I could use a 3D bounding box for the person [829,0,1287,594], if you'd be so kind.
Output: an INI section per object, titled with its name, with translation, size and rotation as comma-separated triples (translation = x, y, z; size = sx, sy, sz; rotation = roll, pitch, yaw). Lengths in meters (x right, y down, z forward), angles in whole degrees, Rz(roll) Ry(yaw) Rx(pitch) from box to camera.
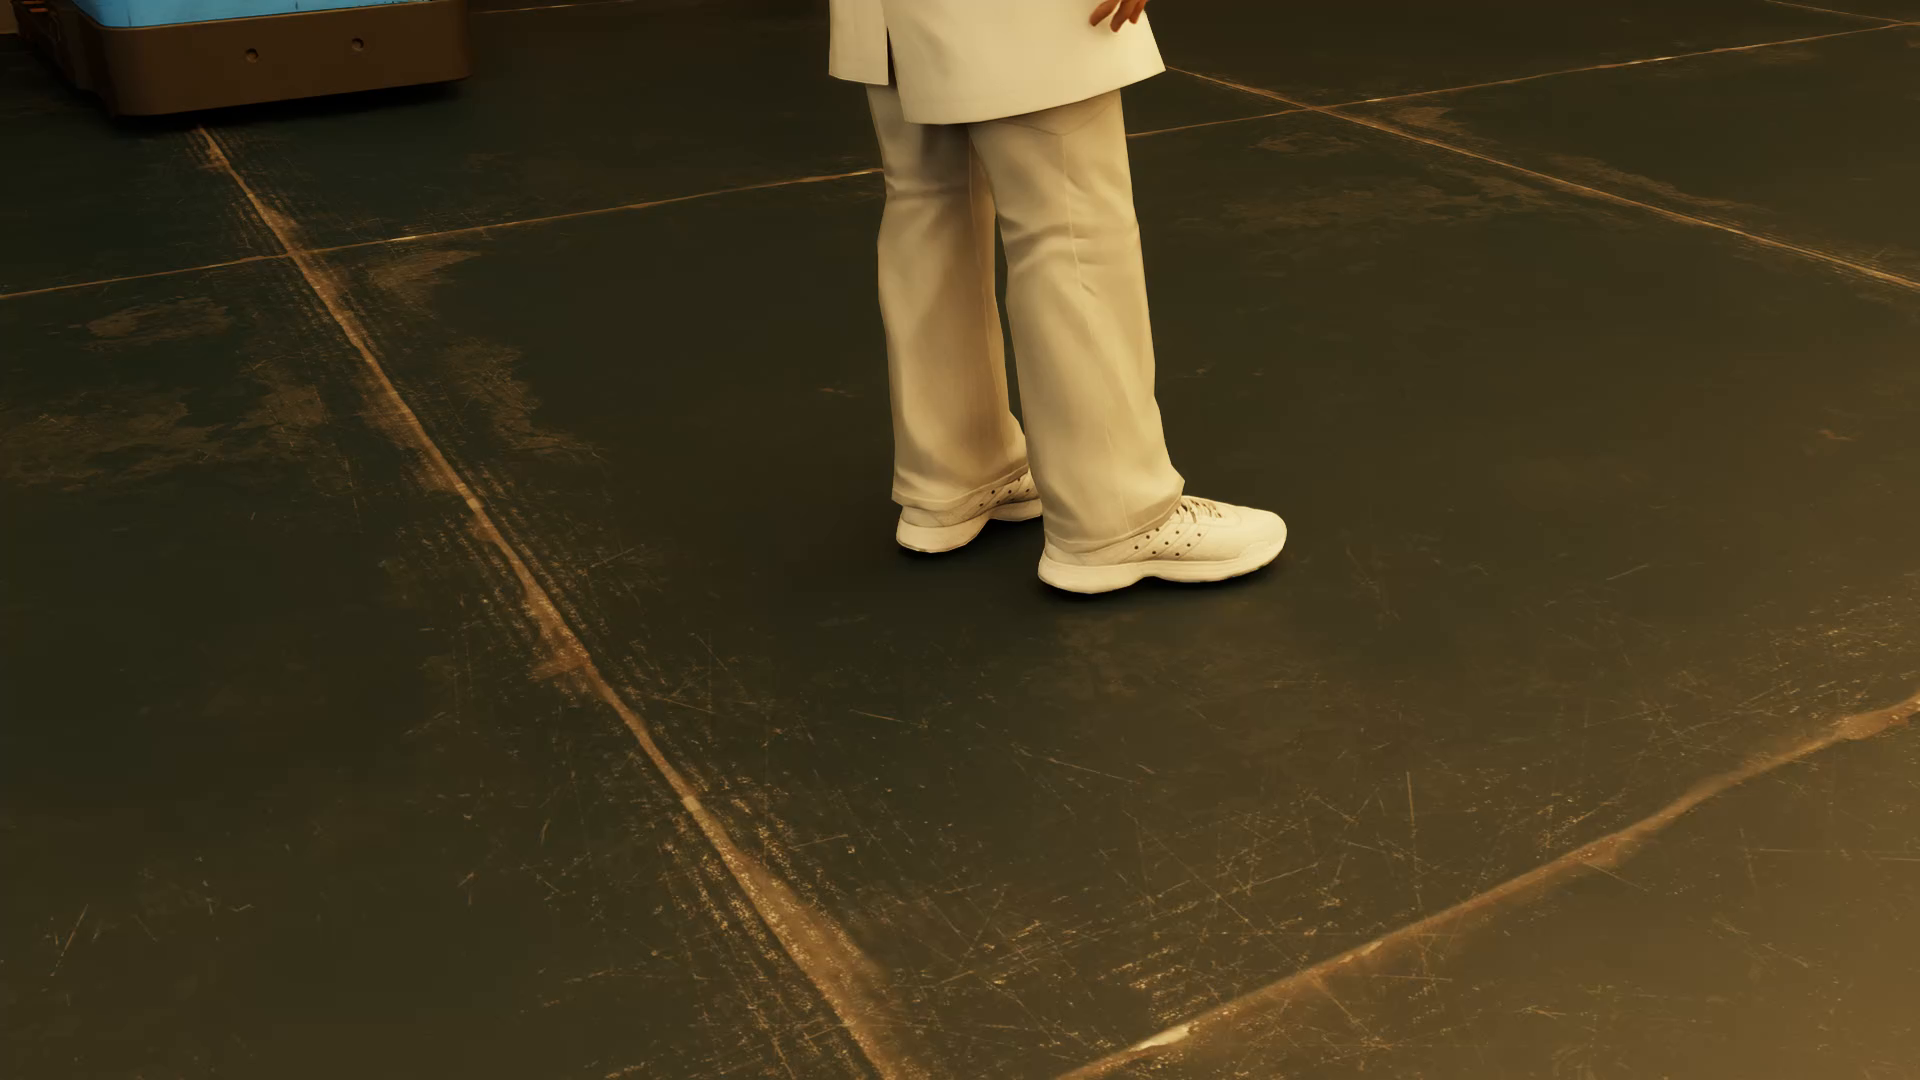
[person]
translation = 0.081, -0.819, 2.132
size = 0.578, 1.778, 0.698
rotation = -15, 30, -26

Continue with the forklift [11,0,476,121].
[forklift]
translation = -2.760, -3.124, 5.417
size = 1.130, 2.935, 3.031
rotation = -17, 31, -30
